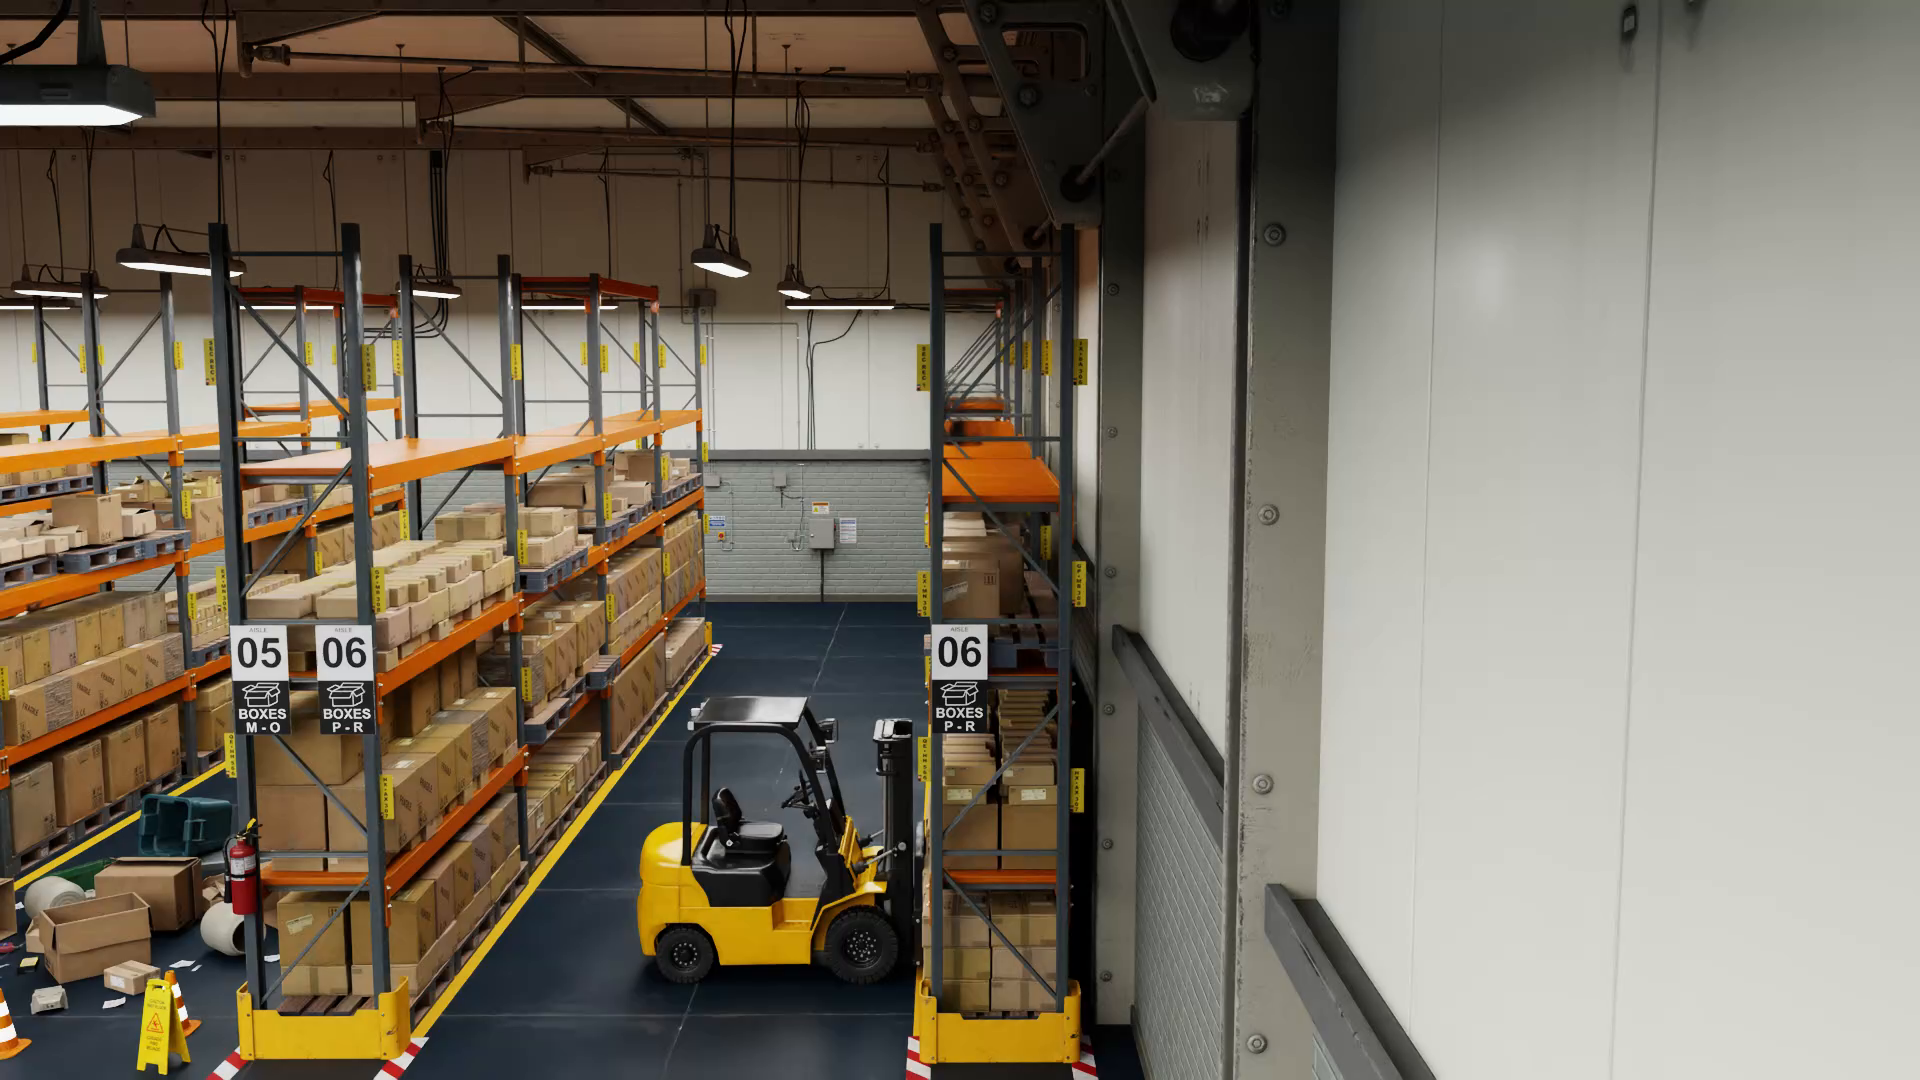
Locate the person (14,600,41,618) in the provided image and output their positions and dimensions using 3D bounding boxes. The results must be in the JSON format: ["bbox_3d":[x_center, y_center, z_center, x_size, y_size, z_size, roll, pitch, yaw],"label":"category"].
[{"bbox_3d":[-12.769,1.590,22.960,0.703,1.748,0.987,-1,7,-7],"label":"person"}]
